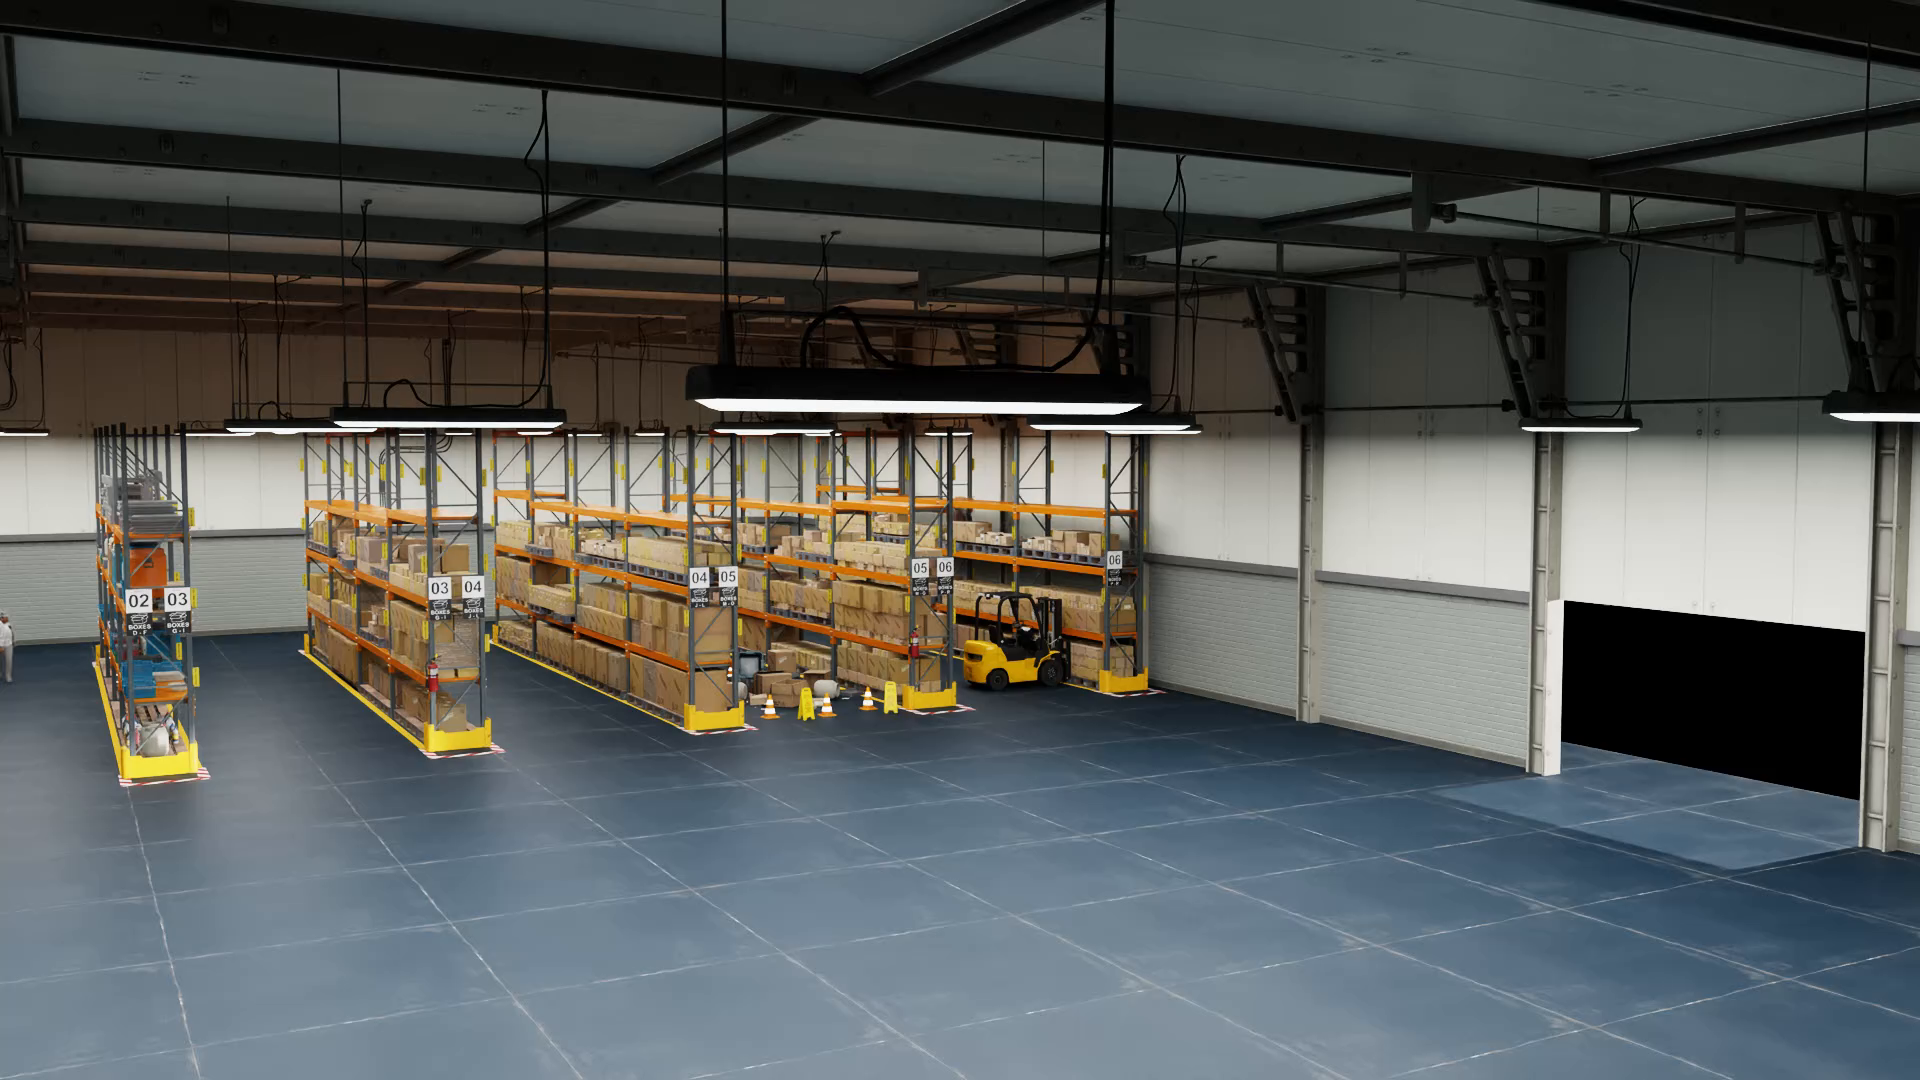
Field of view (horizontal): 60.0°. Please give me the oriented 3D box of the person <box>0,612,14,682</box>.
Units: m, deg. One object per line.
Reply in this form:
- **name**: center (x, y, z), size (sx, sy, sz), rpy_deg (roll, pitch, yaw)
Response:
- **person**: center (-22.647, 2.514, 39.393), size (0.420, 1.643, 0.920), rpy_deg (-2, 4, -34)
